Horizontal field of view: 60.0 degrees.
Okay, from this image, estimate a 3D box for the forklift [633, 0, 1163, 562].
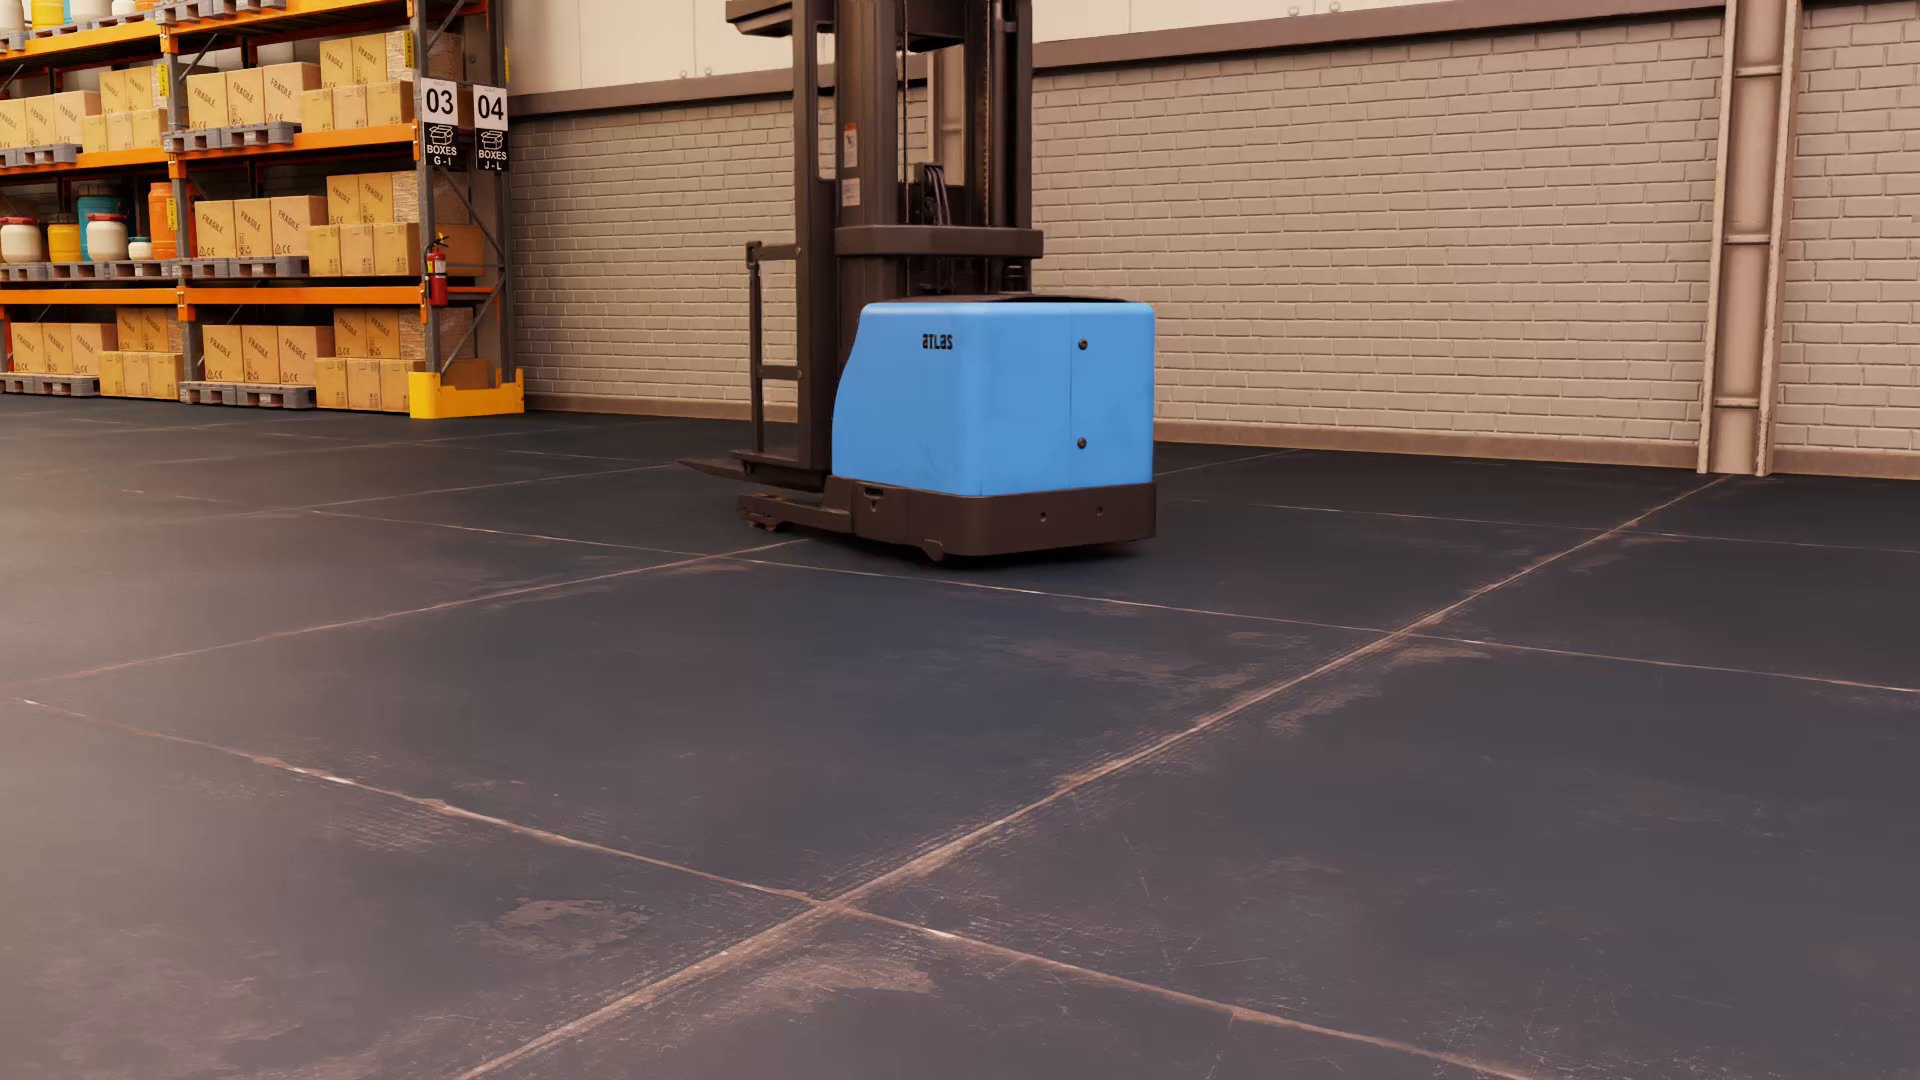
[{"bbox_3d":[-0.481,-1.518,7.865,1.130,2.935,3.031,-7,11,-42],"label":"forklift"}]
